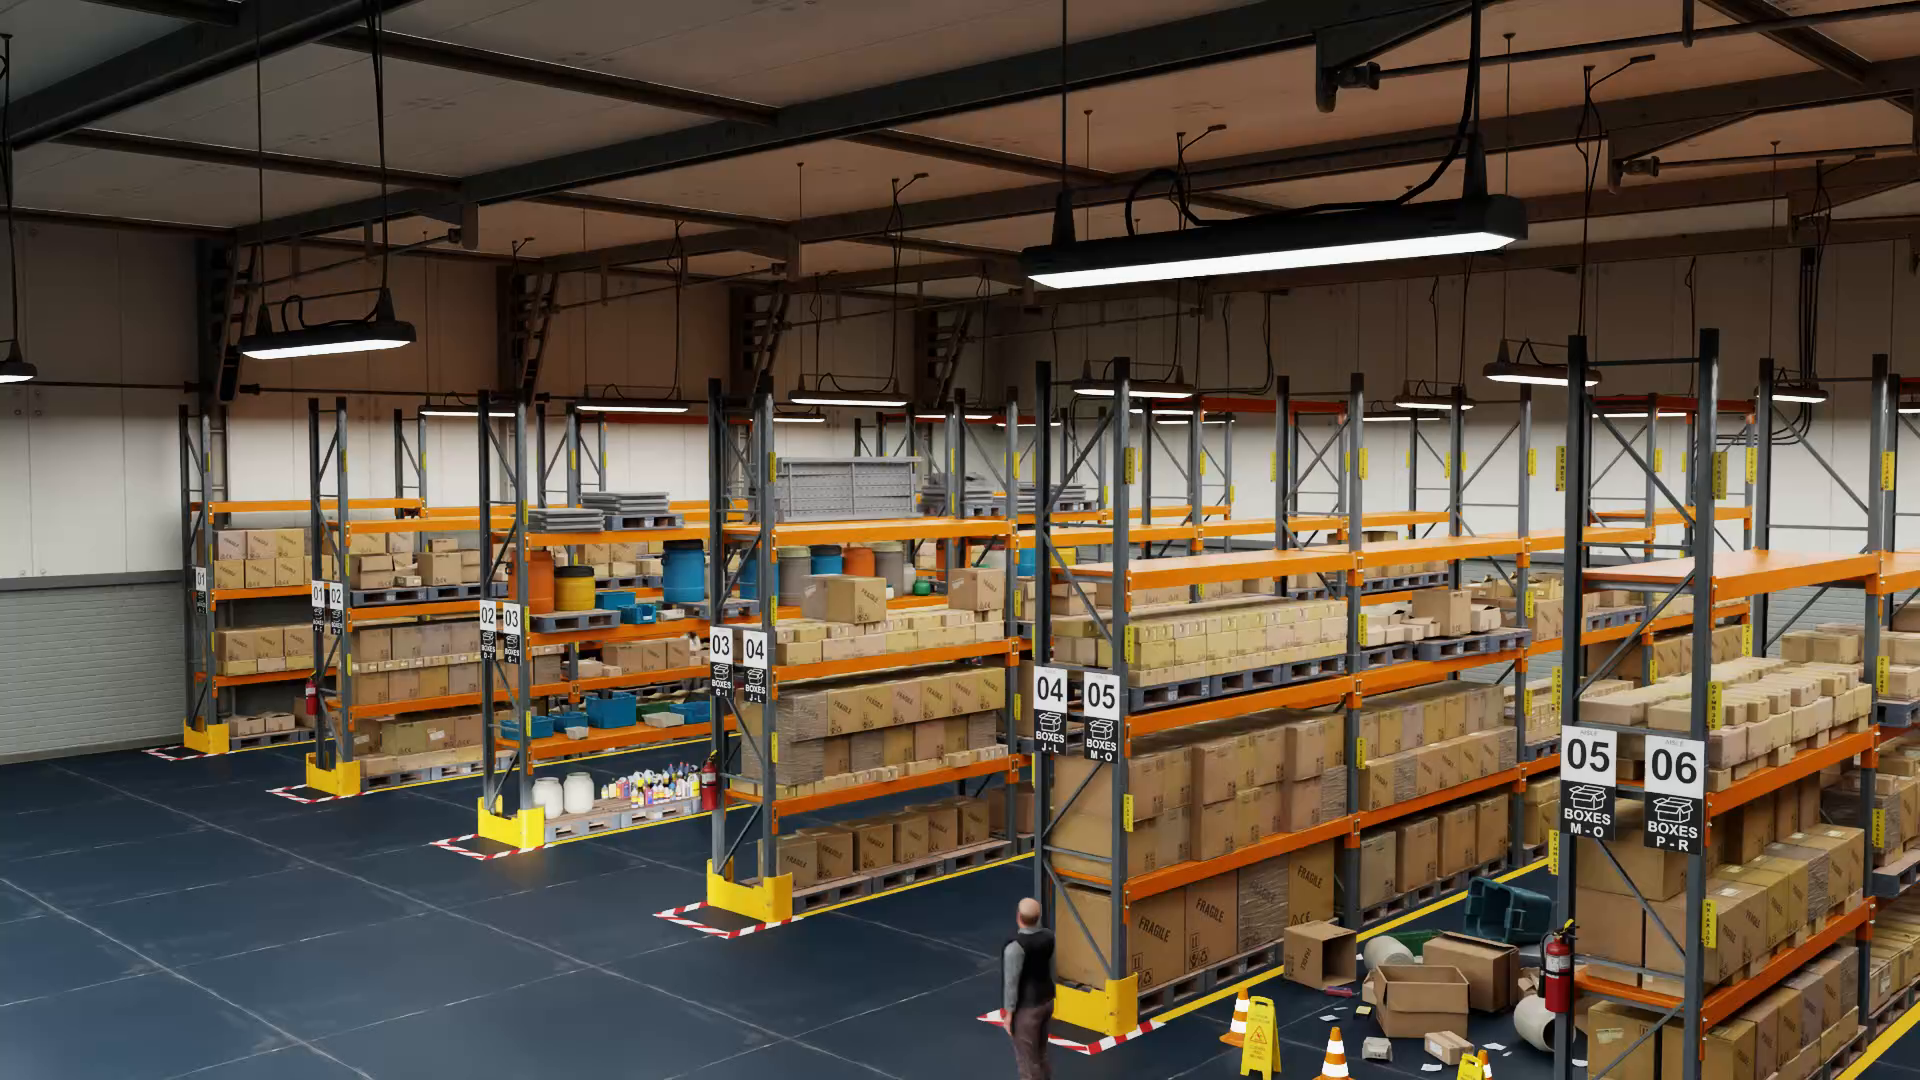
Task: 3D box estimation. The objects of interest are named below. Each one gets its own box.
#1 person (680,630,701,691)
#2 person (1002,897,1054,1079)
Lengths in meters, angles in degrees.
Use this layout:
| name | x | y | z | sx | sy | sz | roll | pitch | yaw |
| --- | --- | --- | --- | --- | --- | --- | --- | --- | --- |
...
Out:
| name | x | y | z | sx | sy | sz | roll | pitch | yaw |
| --- | --- | --- | --- | --- | --- | --- | --- | --- | --- |
| person | -5.437 | 2.515 | 33.604 | 0.603 | 1.779 | 0.432 | -3 | 4 | -42 |
| person | 0.522 | 3.613 | 12.859 | 0.378 | 1.729 | 0.557 | 1 | 3 | 19 |
